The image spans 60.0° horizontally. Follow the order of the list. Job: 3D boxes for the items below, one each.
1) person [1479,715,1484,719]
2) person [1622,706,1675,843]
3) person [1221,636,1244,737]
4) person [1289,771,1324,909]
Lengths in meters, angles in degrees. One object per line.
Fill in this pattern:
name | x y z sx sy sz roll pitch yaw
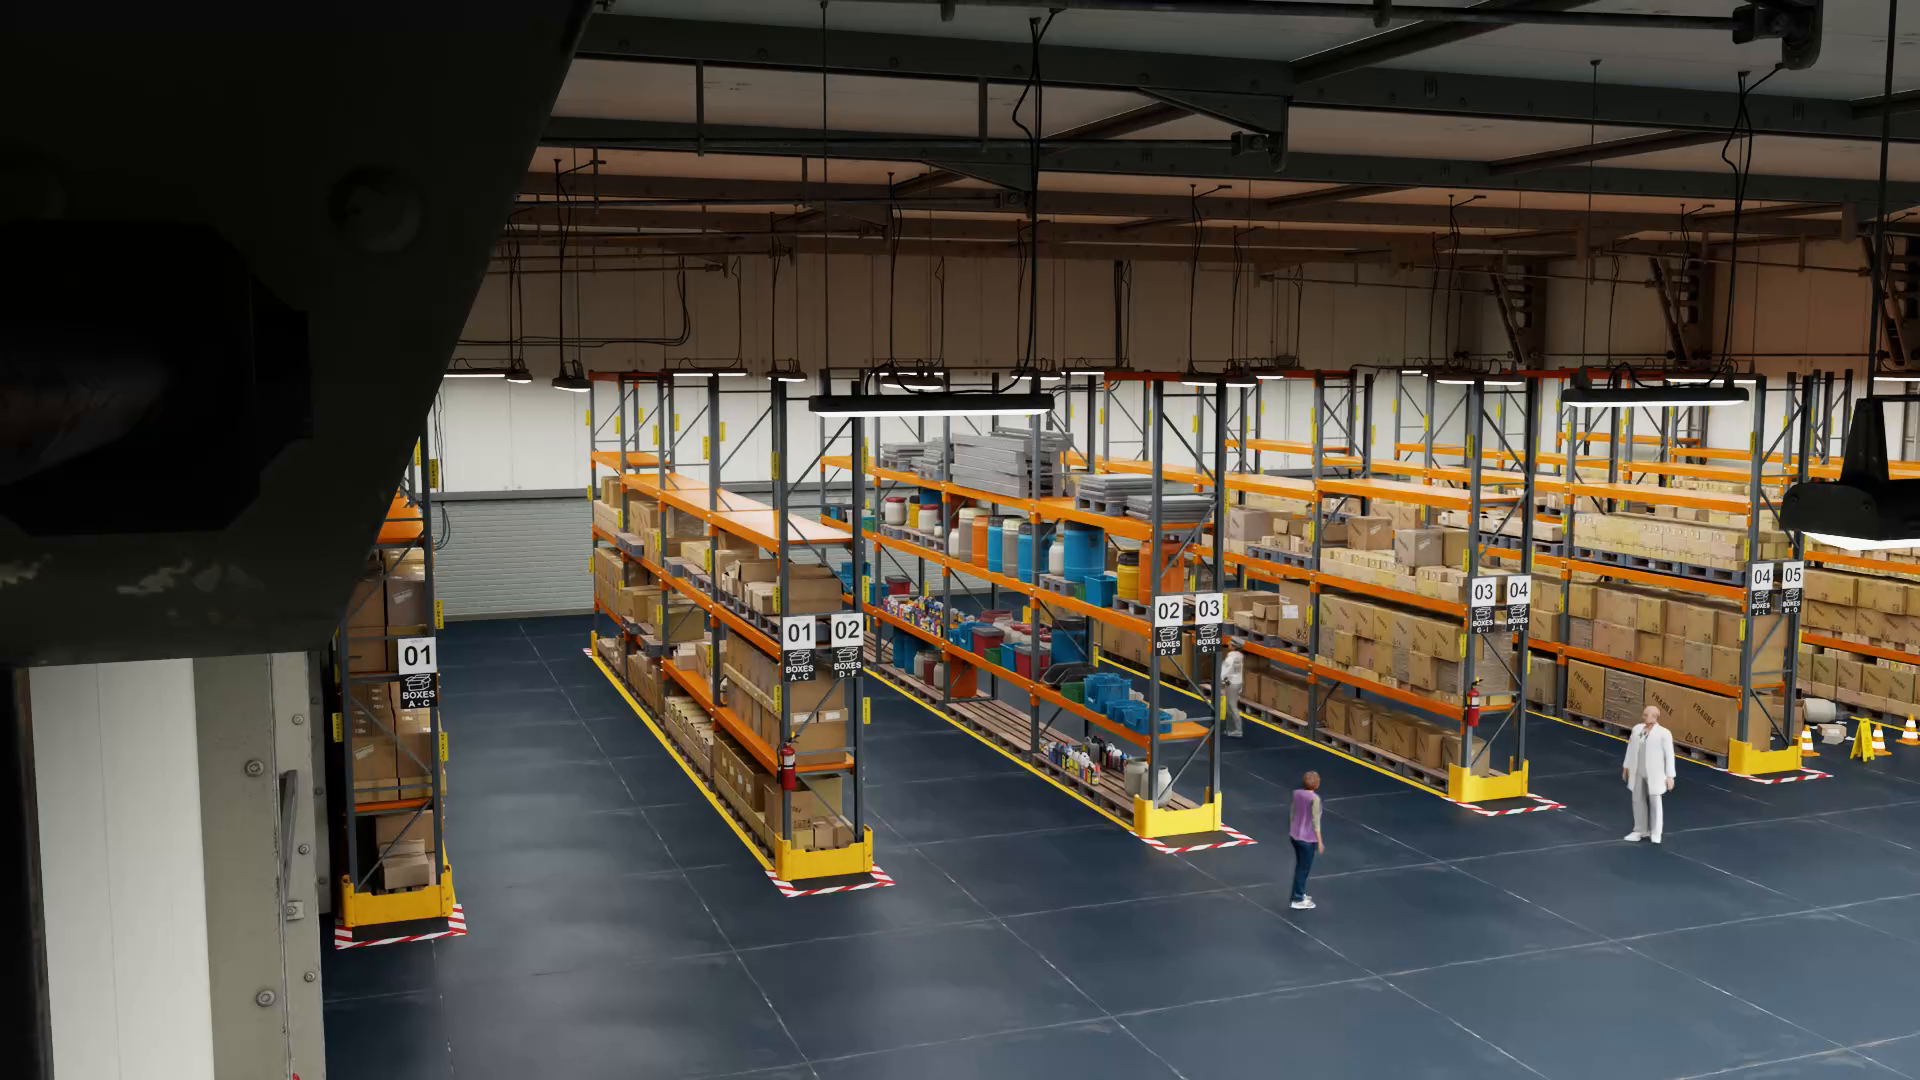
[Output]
person | 8.889 2.221 29.102 0.655 1.759 0.577 1 7 13
person | 8.955 3.051 21.604 0.436 1.820 0.716 -6 9 -43
person | 4.473 2.442 27.536 0.519 1.749 0.551 3 7 28
person | 3.981 3.490 19.069 0.418 1.497 0.498 -3 7 -24
